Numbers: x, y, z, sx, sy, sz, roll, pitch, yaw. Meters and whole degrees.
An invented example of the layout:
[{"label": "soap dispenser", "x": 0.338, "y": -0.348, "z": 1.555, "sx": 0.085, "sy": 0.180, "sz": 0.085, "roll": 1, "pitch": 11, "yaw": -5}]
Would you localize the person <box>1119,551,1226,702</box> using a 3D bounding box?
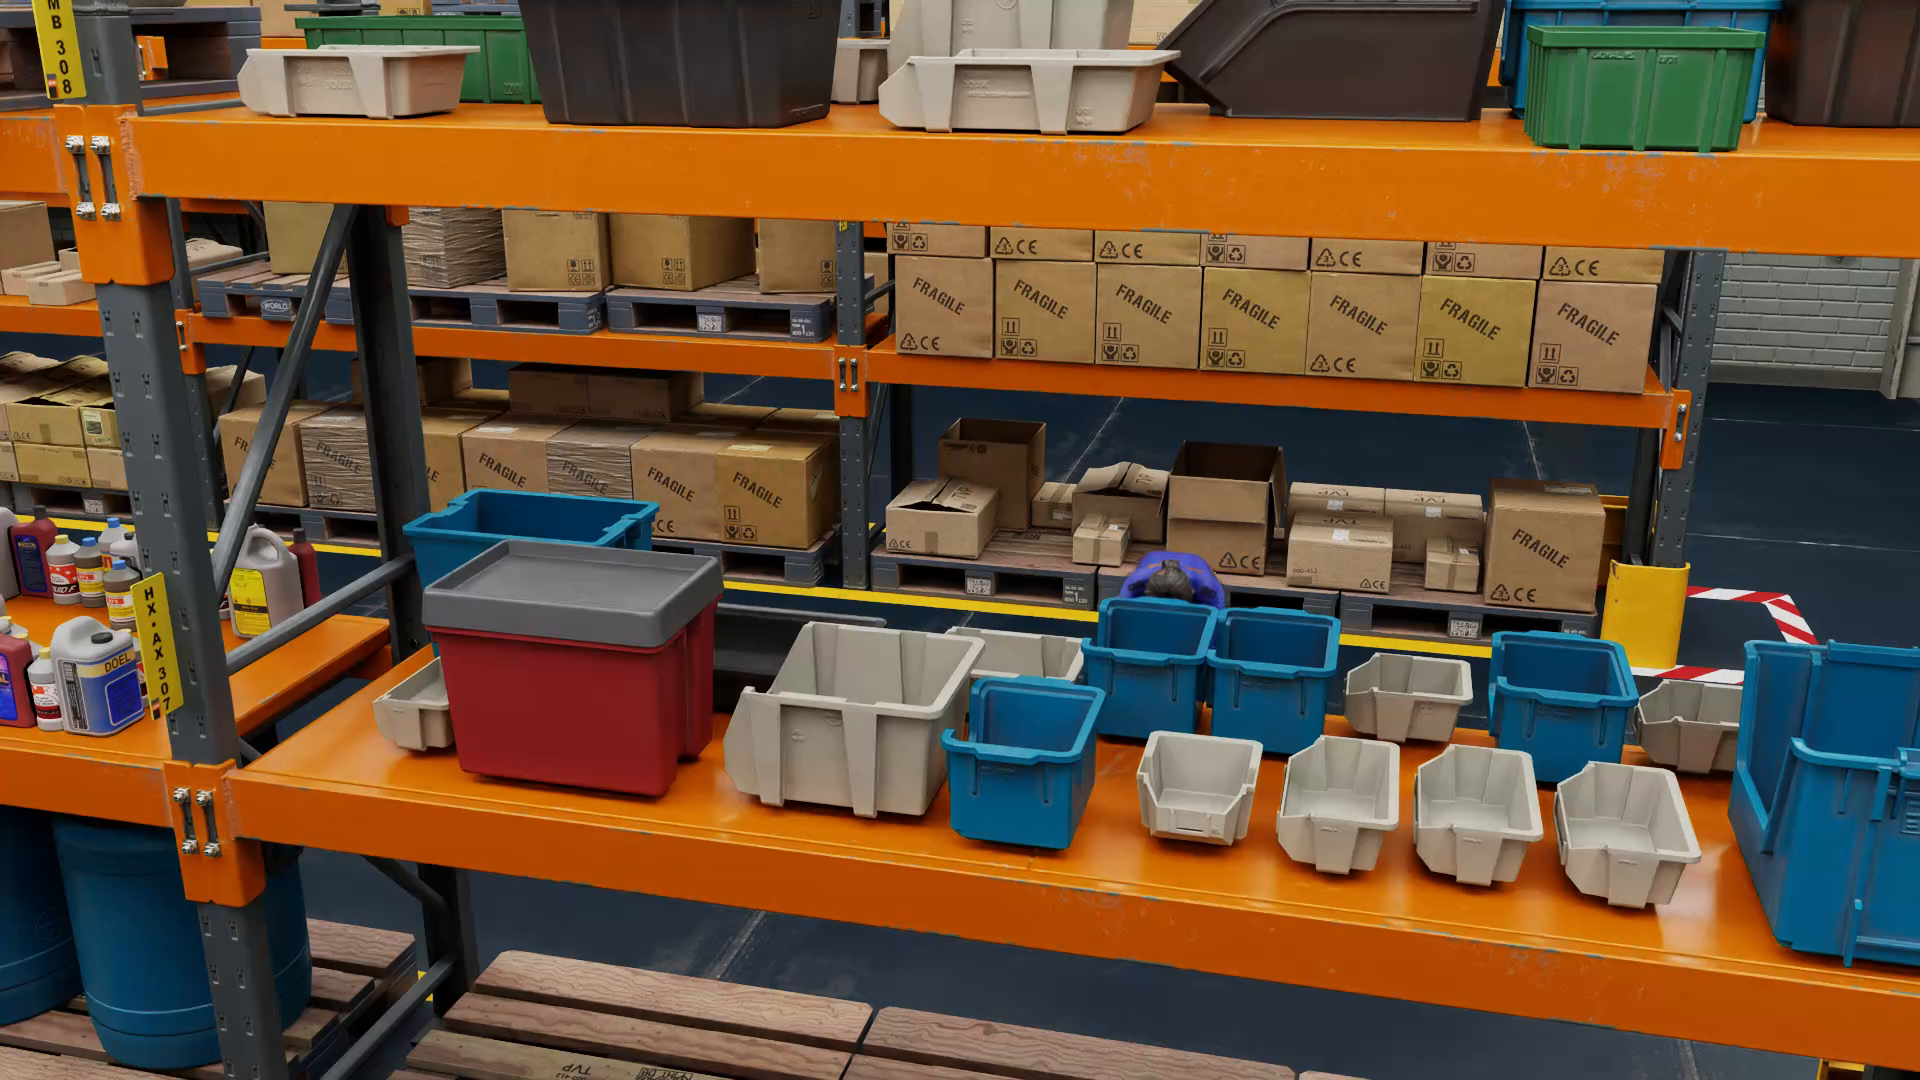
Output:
[{"label": "person", "x": 0.809, "y": 0.520, "z": 6.388, "sx": 0.443, "sy": 1.104, "sz": 0.850, "roll": 4, "pitch": 19, "yaw": 11}]
